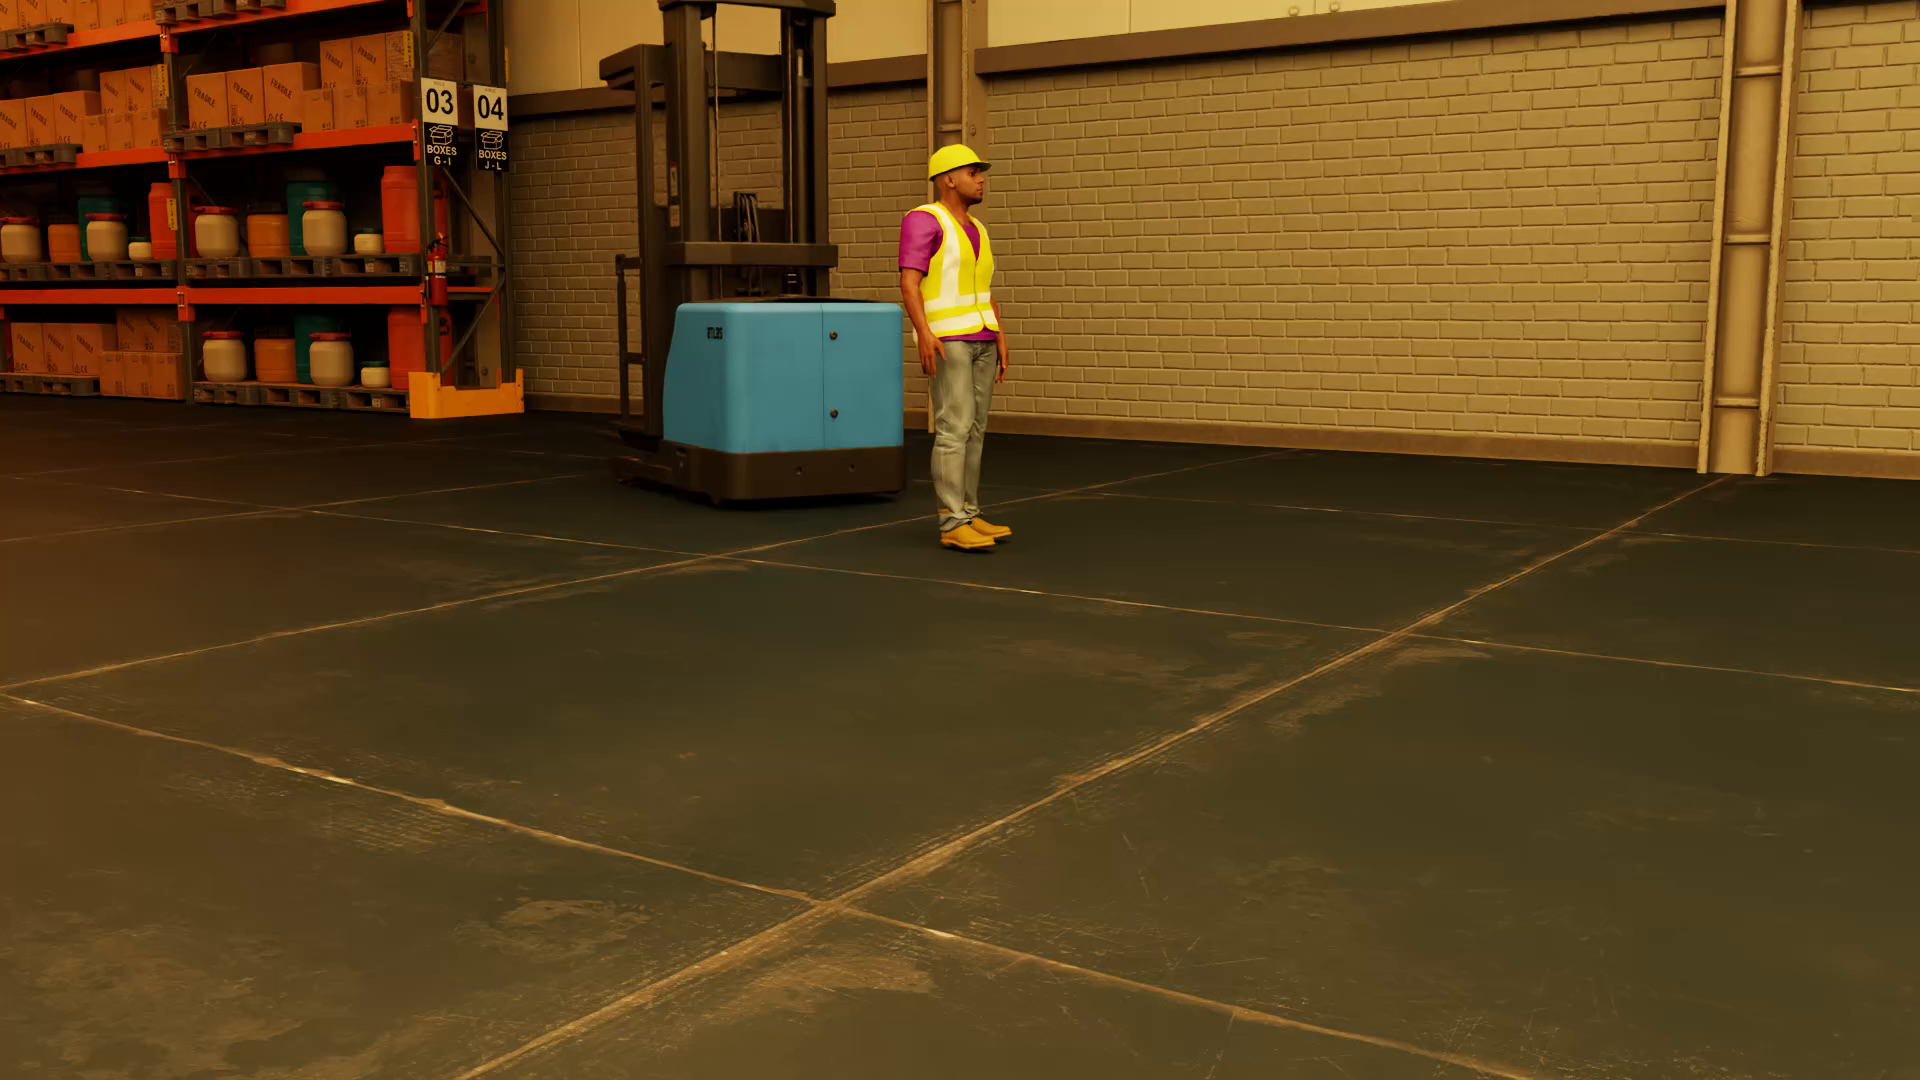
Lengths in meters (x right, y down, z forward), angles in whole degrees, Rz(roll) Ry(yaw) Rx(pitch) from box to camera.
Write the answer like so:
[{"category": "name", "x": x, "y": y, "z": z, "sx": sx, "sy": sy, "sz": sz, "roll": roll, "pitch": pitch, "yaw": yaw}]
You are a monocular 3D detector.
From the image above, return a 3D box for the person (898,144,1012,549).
[{"category": "person", "x": 0.057, "y": -0.875, "z": 7.434, "sx": 0.571, "sy": 1.768, "sz": 0.665, "roll": 5, "pitch": 10, "yaw": 34}]

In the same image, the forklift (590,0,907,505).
[{"category": "forklift", "x": -1.452, "y": -1.801, "z": 9.861, "sx": 1.130, "sy": 2.935, "sz": 3.031, "roll": -5, "pitch": 9, "yaw": -29}]
